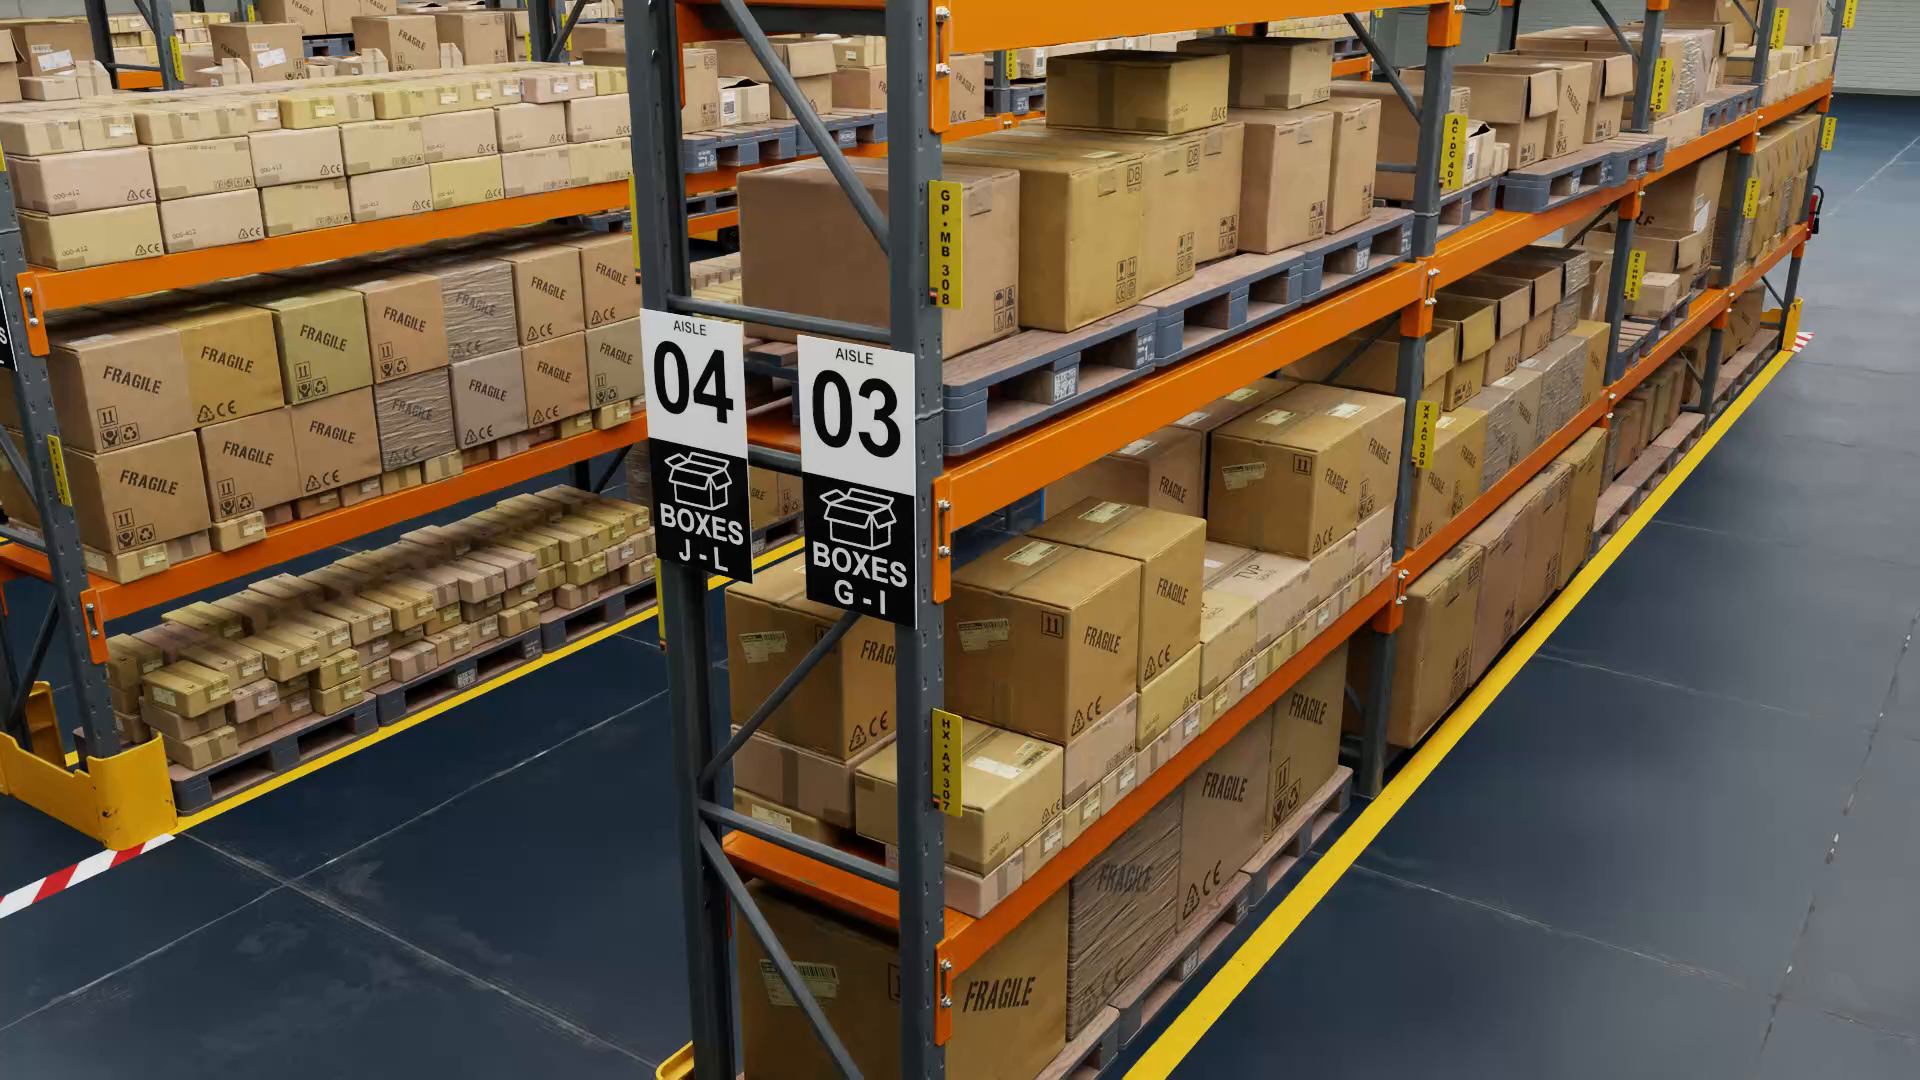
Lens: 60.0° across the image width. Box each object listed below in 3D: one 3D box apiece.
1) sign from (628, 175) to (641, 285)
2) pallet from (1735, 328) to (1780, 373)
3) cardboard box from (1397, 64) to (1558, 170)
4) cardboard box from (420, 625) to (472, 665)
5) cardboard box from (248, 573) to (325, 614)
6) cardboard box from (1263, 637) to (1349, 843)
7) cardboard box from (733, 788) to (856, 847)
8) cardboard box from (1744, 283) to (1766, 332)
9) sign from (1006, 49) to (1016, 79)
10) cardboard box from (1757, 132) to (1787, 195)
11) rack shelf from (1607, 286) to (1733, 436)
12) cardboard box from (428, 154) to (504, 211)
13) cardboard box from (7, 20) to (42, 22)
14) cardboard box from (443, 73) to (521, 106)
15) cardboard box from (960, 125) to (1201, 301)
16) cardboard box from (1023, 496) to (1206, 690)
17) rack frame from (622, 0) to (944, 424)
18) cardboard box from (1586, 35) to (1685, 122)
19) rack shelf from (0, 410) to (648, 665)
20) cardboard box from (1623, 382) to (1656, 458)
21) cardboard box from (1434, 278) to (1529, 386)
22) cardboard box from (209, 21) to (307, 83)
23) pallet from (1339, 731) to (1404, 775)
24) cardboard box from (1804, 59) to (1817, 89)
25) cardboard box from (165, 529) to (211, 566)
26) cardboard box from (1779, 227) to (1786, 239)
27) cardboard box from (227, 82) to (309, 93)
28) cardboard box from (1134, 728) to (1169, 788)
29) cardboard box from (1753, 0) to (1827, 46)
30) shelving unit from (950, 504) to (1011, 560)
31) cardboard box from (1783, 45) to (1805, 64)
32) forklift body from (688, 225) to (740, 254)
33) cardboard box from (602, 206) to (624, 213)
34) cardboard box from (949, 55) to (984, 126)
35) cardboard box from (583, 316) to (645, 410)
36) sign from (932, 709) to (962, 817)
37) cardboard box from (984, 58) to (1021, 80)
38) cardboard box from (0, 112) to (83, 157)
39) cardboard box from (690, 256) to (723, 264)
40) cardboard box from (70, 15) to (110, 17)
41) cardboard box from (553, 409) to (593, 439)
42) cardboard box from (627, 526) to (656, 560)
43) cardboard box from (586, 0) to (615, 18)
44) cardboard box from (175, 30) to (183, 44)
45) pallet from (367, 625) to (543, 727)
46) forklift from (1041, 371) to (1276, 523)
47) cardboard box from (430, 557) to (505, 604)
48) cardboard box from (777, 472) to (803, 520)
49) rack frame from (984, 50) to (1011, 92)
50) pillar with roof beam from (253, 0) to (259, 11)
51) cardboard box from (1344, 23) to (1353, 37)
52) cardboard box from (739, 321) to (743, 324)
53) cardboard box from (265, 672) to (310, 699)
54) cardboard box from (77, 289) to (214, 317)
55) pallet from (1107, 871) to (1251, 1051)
[{"bbox_3d":[-0.934,-0.913,4.924,0.100,0.325,0.005,13,24,32],"label":"sign"},{"bbox_3d":[7.973,-2.053,17.511,1.003,0.211,1.213,13,24,32],"label":"pallet"},{"bbox_3d":[2.874,-2.376,9.286,0.797,0.503,0.637,13,24,31],"label":"cardboard box"},{"bbox_3d":[-3.120,0.591,9.847,0.380,0.149,0.250,13,24,32],"label":"cardboard box"},{"bbox_3d":[-3.918,0.335,9.681,0.380,0.149,0.250,14,25,34],"label":"cardboard box"},{"bbox_3d":[1.319,0.807,8.216,0.875,0.875,0.875,13,24,32],"label":"cardboard box"},{"bbox_3d":[-0.565,0.933,5.781,0.380,0.149,0.250,14,24,33],"label":"cardboard box"},{"bbox_3d":[8.137,-2.458,17.583,0.500,0.500,0.500,19,28,42],"label":"cardboard box"},{"bbox_3d":[0.407,-3.853,13.288,0.100,0.325,0.005,13,24,32],"label":"sign"},{"bbox_3d":[7.278,-3.483,15.344,0.500,0.500,0.500,13,24,32],"label":"cardboard box"},{"bbox_3d":[5.129,-1.550,13.169,1.077,0.370,4.000,13,24,32],"label":"rack shelf"},{"bbox_3d":[-2.917,-2.019,9.291,0.500,0.250,0.500,13,24,31],"label":"cardboard box"},{"bbox_3d":[-9.349,-5.121,16.647,0.380,0.149,0.250,13,24,32],"label":"cardboard box"},{"bbox_3d":[-2.727,-2.569,9.483,0.380,0.149,0.250,14,25,34],"label":"cardboard box"},{"bbox_3d":[0.422,-1.171,5.891,0.700,0.500,0.500,11,23,28],"label":"cardboard box"},{"bbox_3d":[0.568,0.182,6.155,0.500,0.500,0.500,13,24,30],"label":"cardboard box"},{"bbox_3d":[-0.493,-1.832,4.247,1.000,3.000,0.127,13,24,32],"label":"rack frame"},{"bbox_3d":[4.482,-3.087,11.097,0.500,0.500,0.500,14,24,32],"label":"cardboard box"},{"bbox_3d":[-3.414,-0.251,9.657,1.077,0.370,4.000,13,24,32],"label":"rack shelf"},{"bbox_3d":[5.292,-1.030,13.694,0.700,0.500,0.500,11,23,27],"label":"cardboard box"},{"bbox_3d":[2.840,-1.244,9.715,0.797,0.503,0.637,14,25,34],"label":"cardboard box"},{"bbox_3d":[-5.705,-3.946,13.535,0.500,0.500,0.500,13,24,31],"label":"cardboard box"},{"bbox_3d":[2.127,0.906,9.512,1.003,0.211,1.213,13,24,32],"label":"pallet"},{"bbox_3d":[7.868,-4.468,15.914,0.500,0.250,0.500,14,24,33],"label":"cardboard box"},{"bbox_3d":[-3.976,-0.007,8.322,0.380,0.149,0.250,14,25,34],"label":"cardboard box"},{"bbox_3d":[8.120,-3.147,16.811,0.380,0.149,0.250,13,24,32],"label":"cardboard box"},{"bbox_3d":[-3.711,-2.363,8.925,0.380,0.149,0.250,13,24,30],"label":"cardboard box"},{"bbox_3d":[0.556,0.767,6.230,0.380,0.149,0.250,13,24,31],"label":"cardboard box"},{"bbox_3d":[7.840,-4.943,15.686,0.500,0.500,0.500,13,24,32],"label":"cardboard box"},{"bbox_3d":[0.004,-0.705,12.010,0.431,1.500,0.755,13,24,32],"label":"shelving unit"},{"bbox_3d":[7.674,-4.551,15.561,0.380,0.149,0.250,12,23,29],"label":"cardboard box"},{"bbox_3d":[-3.359,-5.211,23.252,2.313,2.155,1.214,13,24,32],"label":"forklift body"},{"bbox_3d":[-3.668,-3.457,17.044,0.380,0.149,0.250,12,23,29],"label":"cardboard box"},{"bbox_3d":[-0.152,-3.550,13.072,0.500,0.500,0.500,13,24,32],"label":"cardboard box"},{"bbox_3d":[-2.327,-1.155,10.490,0.500,0.500,0.500,13,24,32],"label":"cardboard box"},{"bbox_3d":[-0.037,0.648,4.826,0.100,0.325,0.005,13,24,32],"label":"sign"},{"bbox_3d":[0.279,-3.907,13.794,0.380,0.149,0.250,12,24,30],"label":"cardboard box"},{"bbox_3d":[-4.167,-1.821,7.462,0.380,0.149,0.250,13,24,31],"label":"cardboard box"},{"bbox_3d":[-2.637,-3.001,19.236,0.950,0.372,0.625,15,25,35],"label":"cardboard box"},{"bbox_3d":[-9.300,-5.530,17.781,0.380,0.149,0.250,13,24,32],"label":"cardboard box"},{"bbox_3d":[-2.511,-0.757,10.349,0.380,0.149,0.250,14,25,34],"label":"cardboard box"},{"bbox_3d":[-2.203,-0.009,11.042,0.380,0.149,0.250,14,24,33],"label":"cardboard box"},{"bbox_3d":[-4.965,-7.315,22.838,0.396,0.266,0.258,13,24,31],"label":"cardboard box"},{"bbox_3d":[-8.629,-5.447,17.985,0.380,0.149,0.250,14,24,33],"label":"cardboard box"},{"bbox_3d":[-3.323,0.697,10.077,1.003,0.211,1.213,13,24,32],"label":"pallet"},{"bbox_3d":[1.499,-0.705,9.947,1.130,2.935,3.031,-7,21,-18],"label":"forklift"},{"bbox_3d":[-2.946,0.240,9.938,0.380,0.149,0.250,12,24,30],"label":"cardboard box"},{"bbox_3d":[-1.359,-0.499,12.289,0.500,0.500,0.500,15,25,34],"label":"cardboard box"},{"bbox_3d":[-0.041,-5.124,13.145,1.000,3.000,0.127,13,24,32],"label":"rack frame"},{"bbox_3d":[-4.751,-6.737,17.508,9.100,9.000,0.400,13,24,32],"label":"pillar with roof beam"},{"bbox_3d":[4.264,-5.831,18.993,0.380,0.149,0.250,14,24,33],"label":"cardboard box"},{"bbox_3d":[-1.543,-1.479,11.268,0.380,0.149,0.250,13,24,31],"label":"cardboard box"},{"bbox_3d":[-3.766,0.731,9.041,0.380,0.149,0.250,14,24,33],"label":"cardboard box"},{"bbox_3d":[-4.201,-0.995,8.618,0.500,0.500,0.500,12,24,30],"label":"cardboard box"},{"bbox_3d":[0.579,1.696,7.375,1.003,0.211,1.213,13,24,32],"label":"pallet"}]
